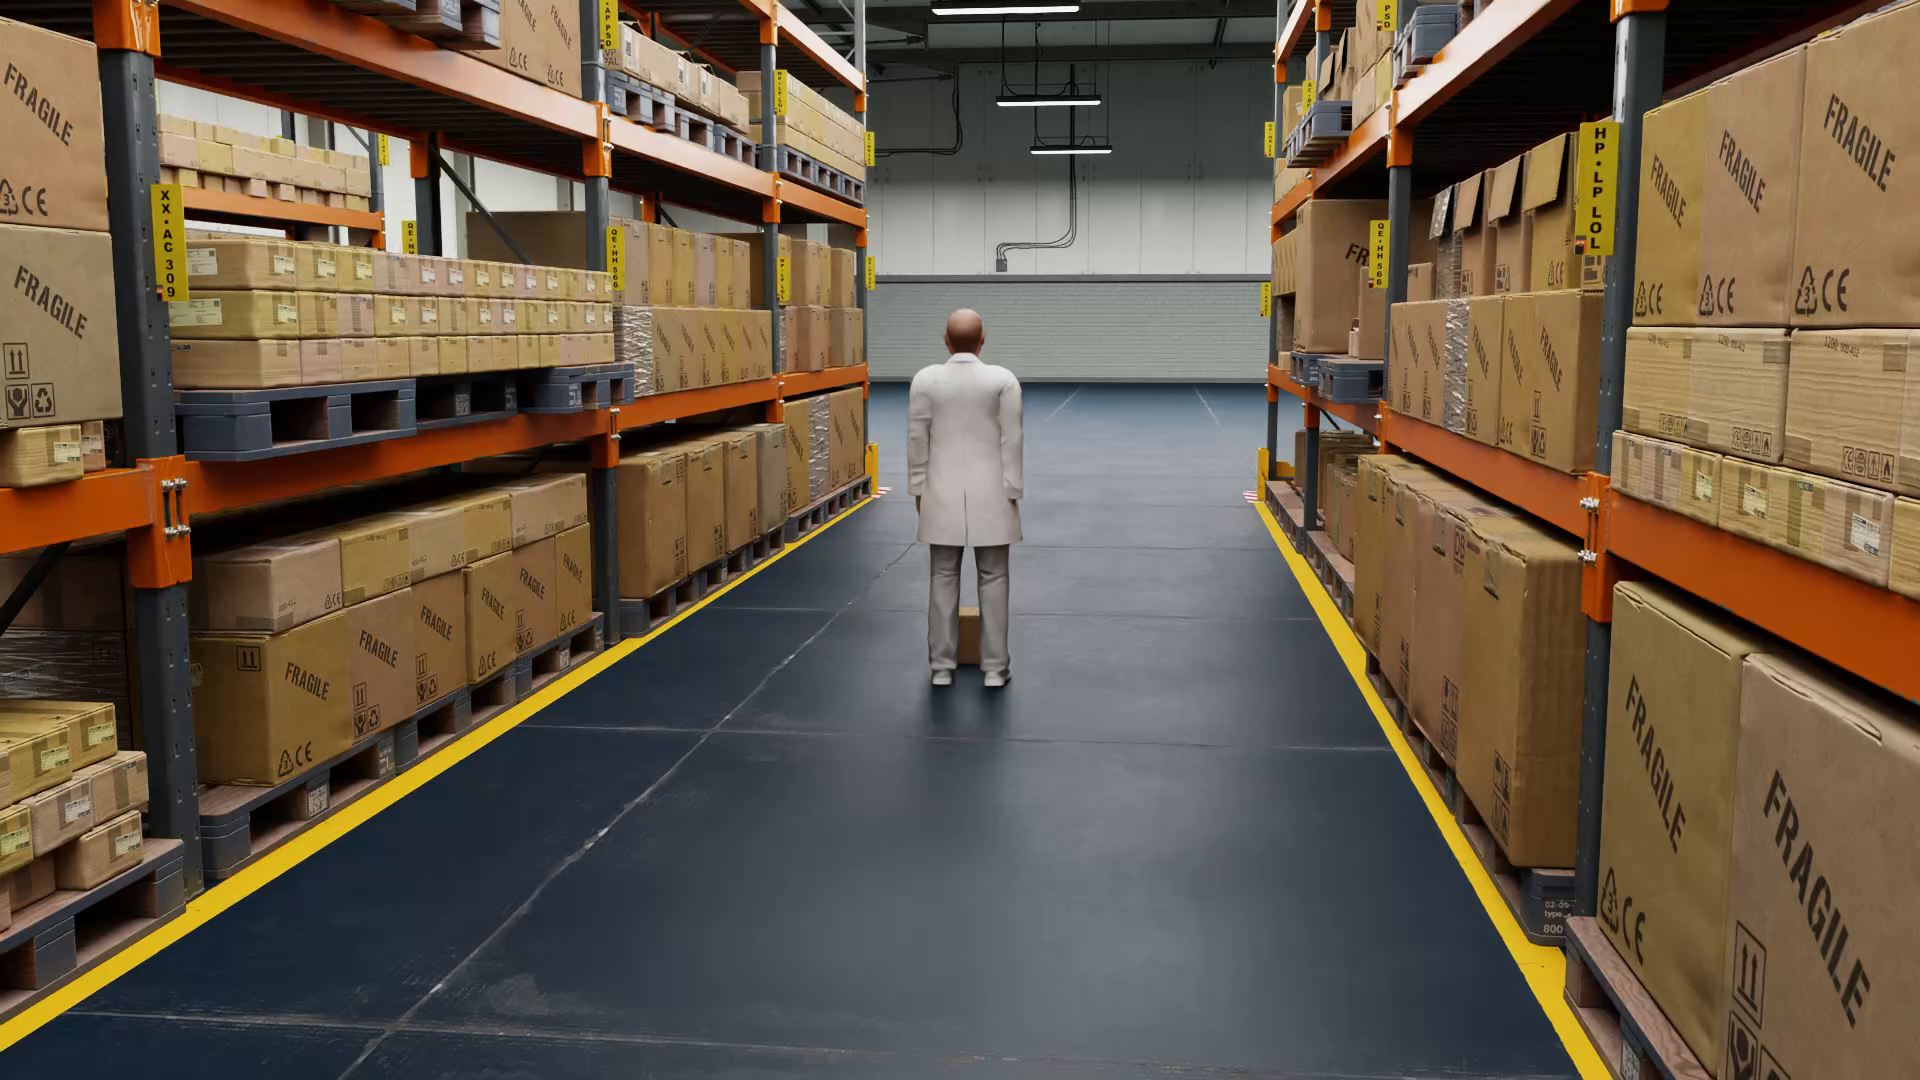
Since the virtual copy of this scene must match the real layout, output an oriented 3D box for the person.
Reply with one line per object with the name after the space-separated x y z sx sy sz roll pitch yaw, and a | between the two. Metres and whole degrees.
0.018 -0.002 7.974 0.633 1.363 0.752 1 7 6 | person
